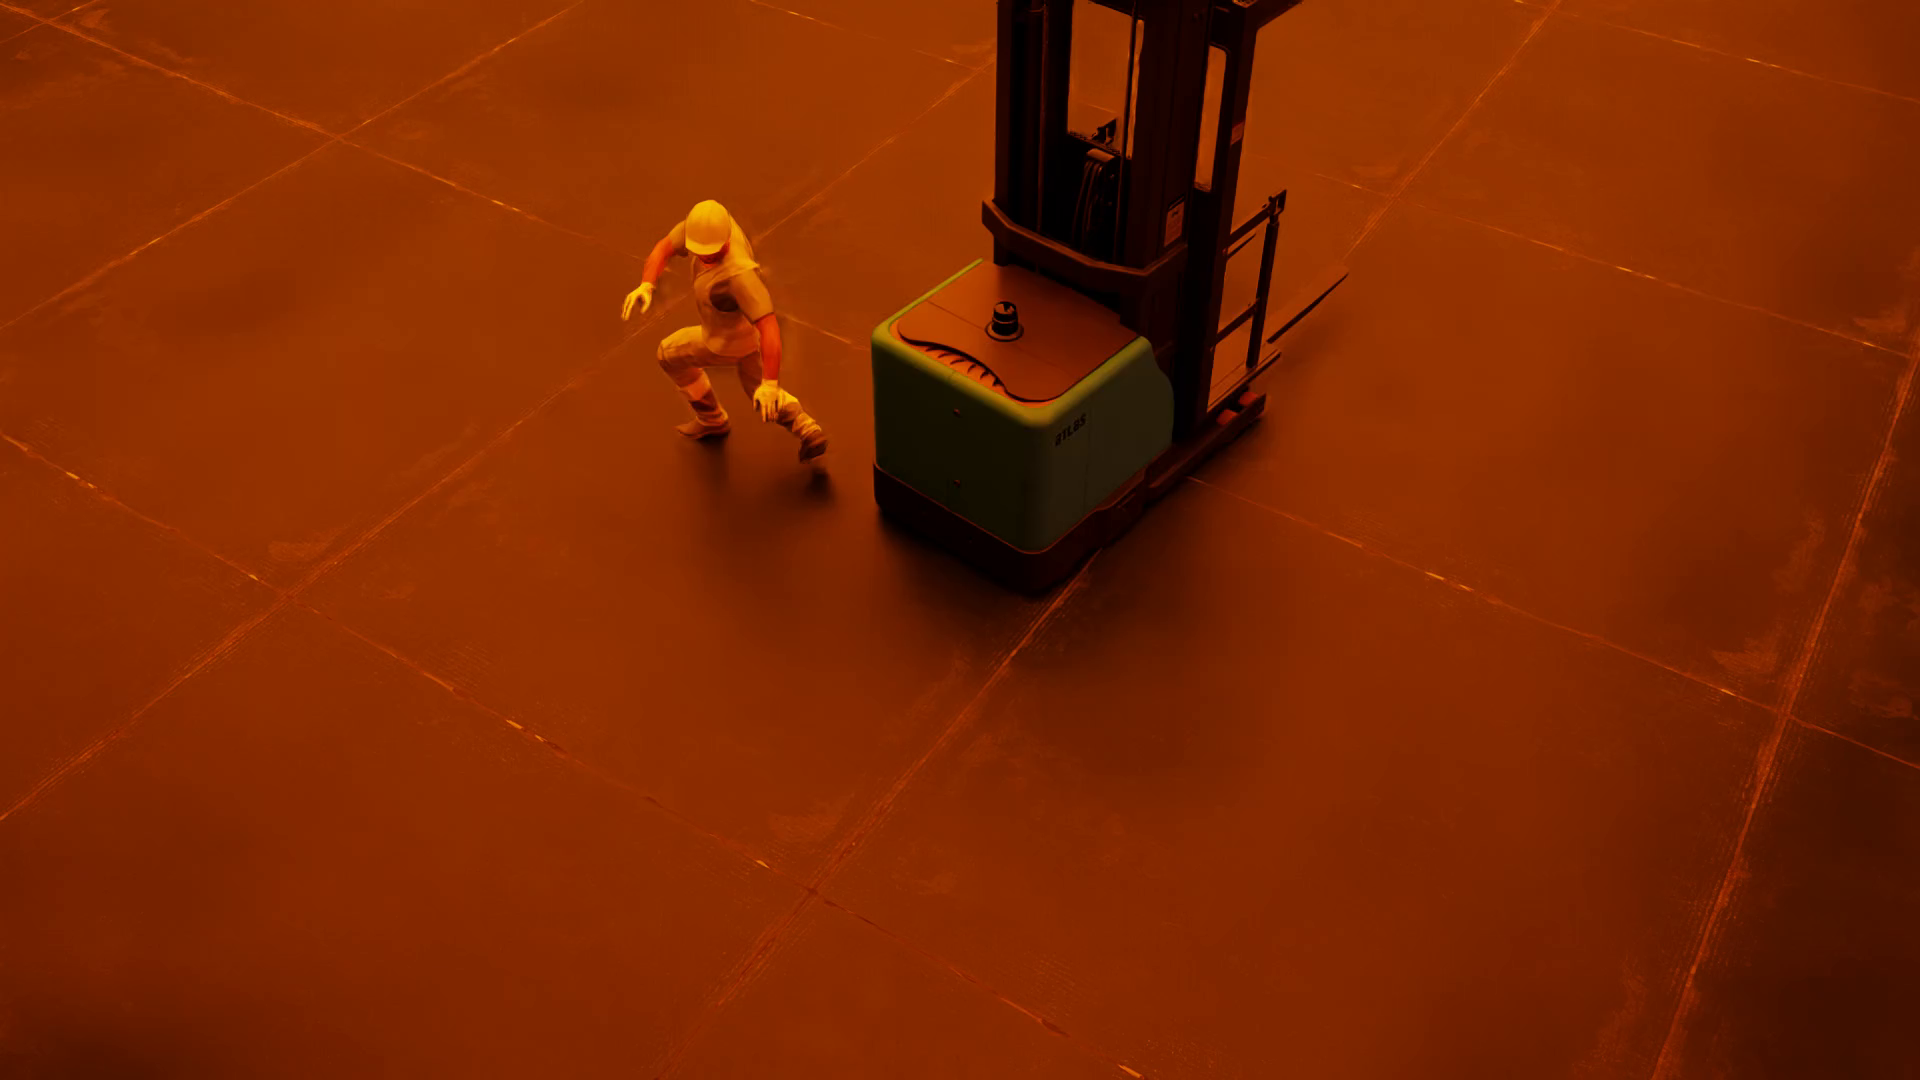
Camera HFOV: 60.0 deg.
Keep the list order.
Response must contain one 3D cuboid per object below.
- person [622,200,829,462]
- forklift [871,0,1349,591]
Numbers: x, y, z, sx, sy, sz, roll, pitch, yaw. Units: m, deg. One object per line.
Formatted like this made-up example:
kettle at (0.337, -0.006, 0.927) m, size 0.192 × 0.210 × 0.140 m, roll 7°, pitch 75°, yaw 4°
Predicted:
person at (-1.087, -0.958, 7.922) m, size 0.953 × 1.540 × 0.685 m, roll 13°, pitch 45°, yaw 13°
forklift at (0.926, -1.770, 7.716) m, size 1.130 × 2.935 × 3.031 m, roll 31°, pitch 51°, yaw 28°
